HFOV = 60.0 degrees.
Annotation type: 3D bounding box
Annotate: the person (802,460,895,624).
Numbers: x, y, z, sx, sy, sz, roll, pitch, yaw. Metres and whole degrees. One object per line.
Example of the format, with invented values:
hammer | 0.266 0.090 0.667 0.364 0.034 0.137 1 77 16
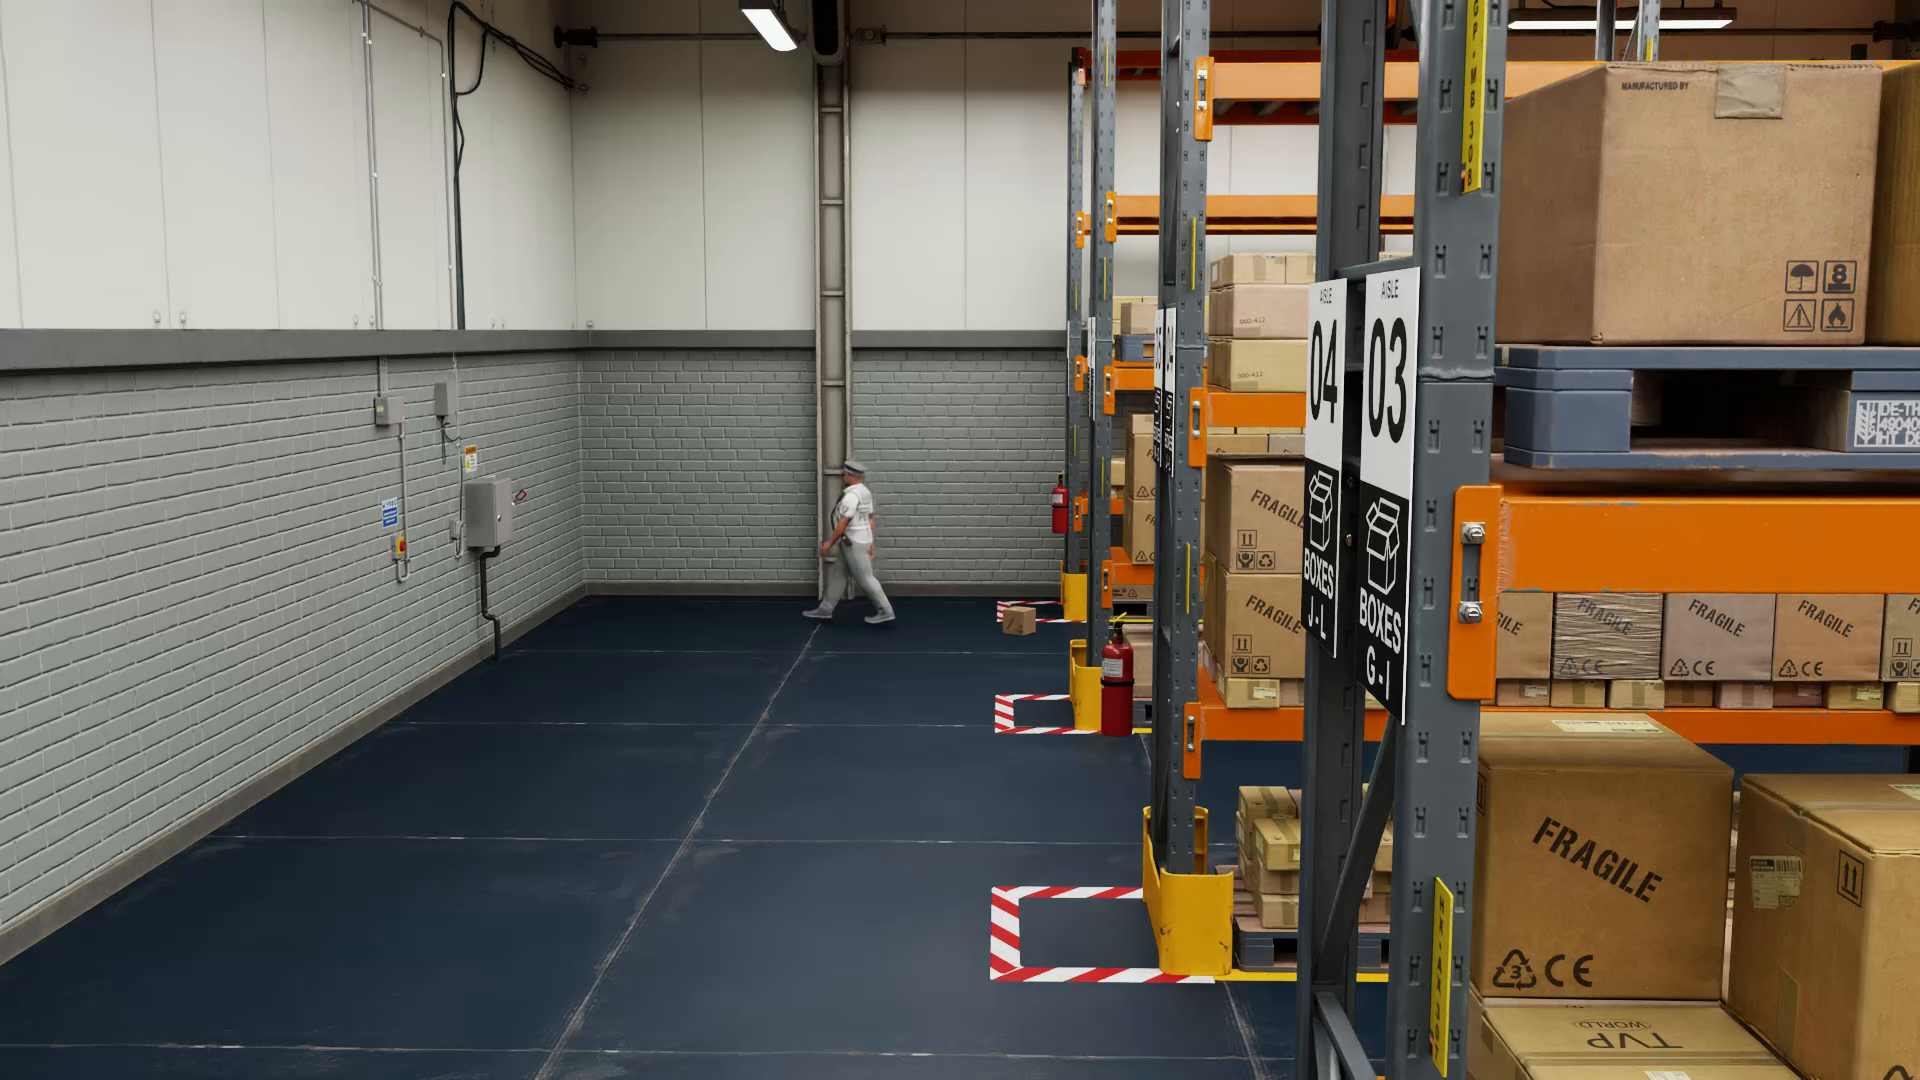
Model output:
person | -1.194 0.012 17.455 1.051 1.701 0.547 1 7 11
